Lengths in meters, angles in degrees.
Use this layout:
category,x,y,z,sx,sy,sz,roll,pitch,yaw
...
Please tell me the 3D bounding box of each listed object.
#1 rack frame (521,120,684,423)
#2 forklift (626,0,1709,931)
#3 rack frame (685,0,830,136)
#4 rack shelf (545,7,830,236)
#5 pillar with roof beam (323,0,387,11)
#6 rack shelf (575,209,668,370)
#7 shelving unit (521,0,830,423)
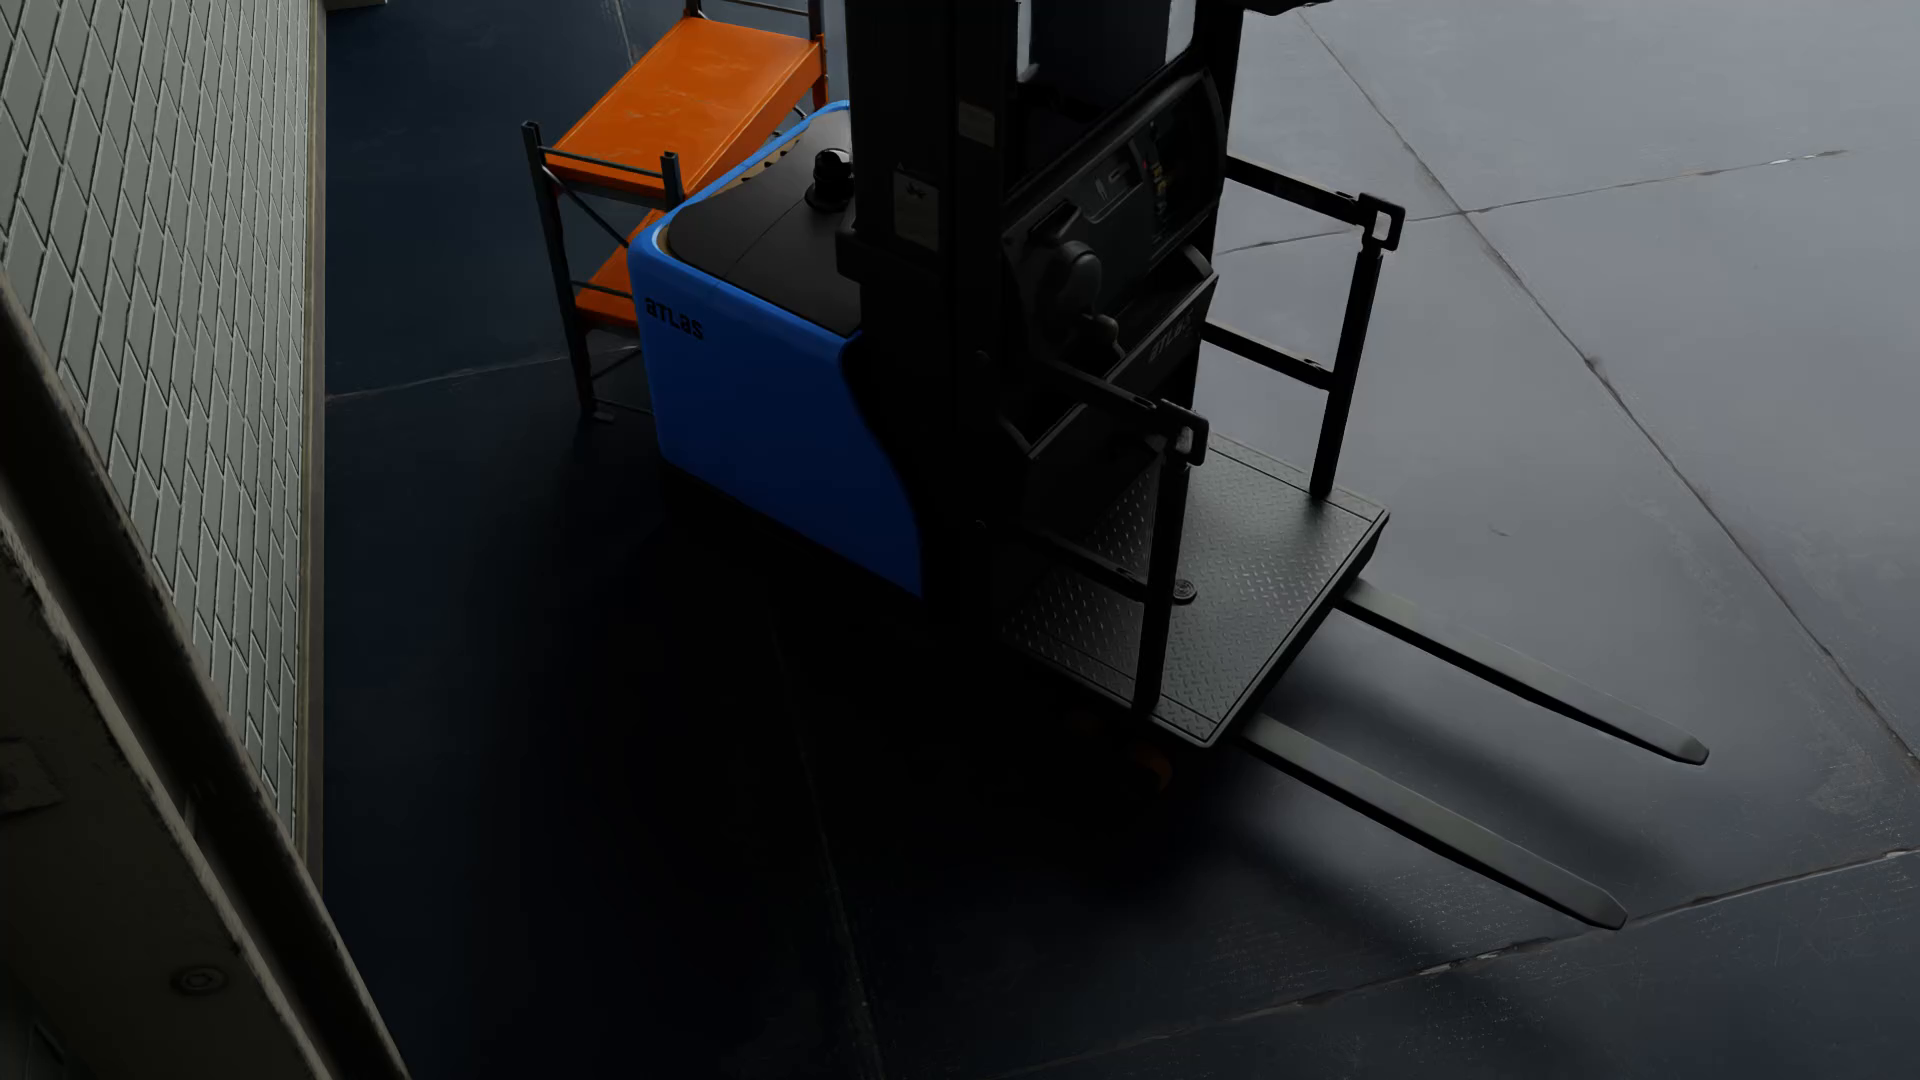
category,x,y,z,sx,sy,sz,roll,pitch,yaw
rack frame,-1.046,-0.766,5.213,0.500,1.125,0.032,15,47,14
forklift,0.558,-0.751,3.934,3.031,2.935,1.130,27,51,24
rack frame,-0.687,-1.445,5.879,0.500,1.125,0.032,15,47,14
rack shelf,-0.866,-1.310,5.337,0.538,0.278,1.000,15,47,14
pillar with roof beam,1.314,-6.524,5.343,9.100,9.000,0.400,-11,47,-10
rack shelf,-0.866,-0.934,5.720,0.538,0.278,1.000,15,47,14
shelving unit,-0.866,-1.105,5.546,0.538,1.125,1.048,15,47,14
